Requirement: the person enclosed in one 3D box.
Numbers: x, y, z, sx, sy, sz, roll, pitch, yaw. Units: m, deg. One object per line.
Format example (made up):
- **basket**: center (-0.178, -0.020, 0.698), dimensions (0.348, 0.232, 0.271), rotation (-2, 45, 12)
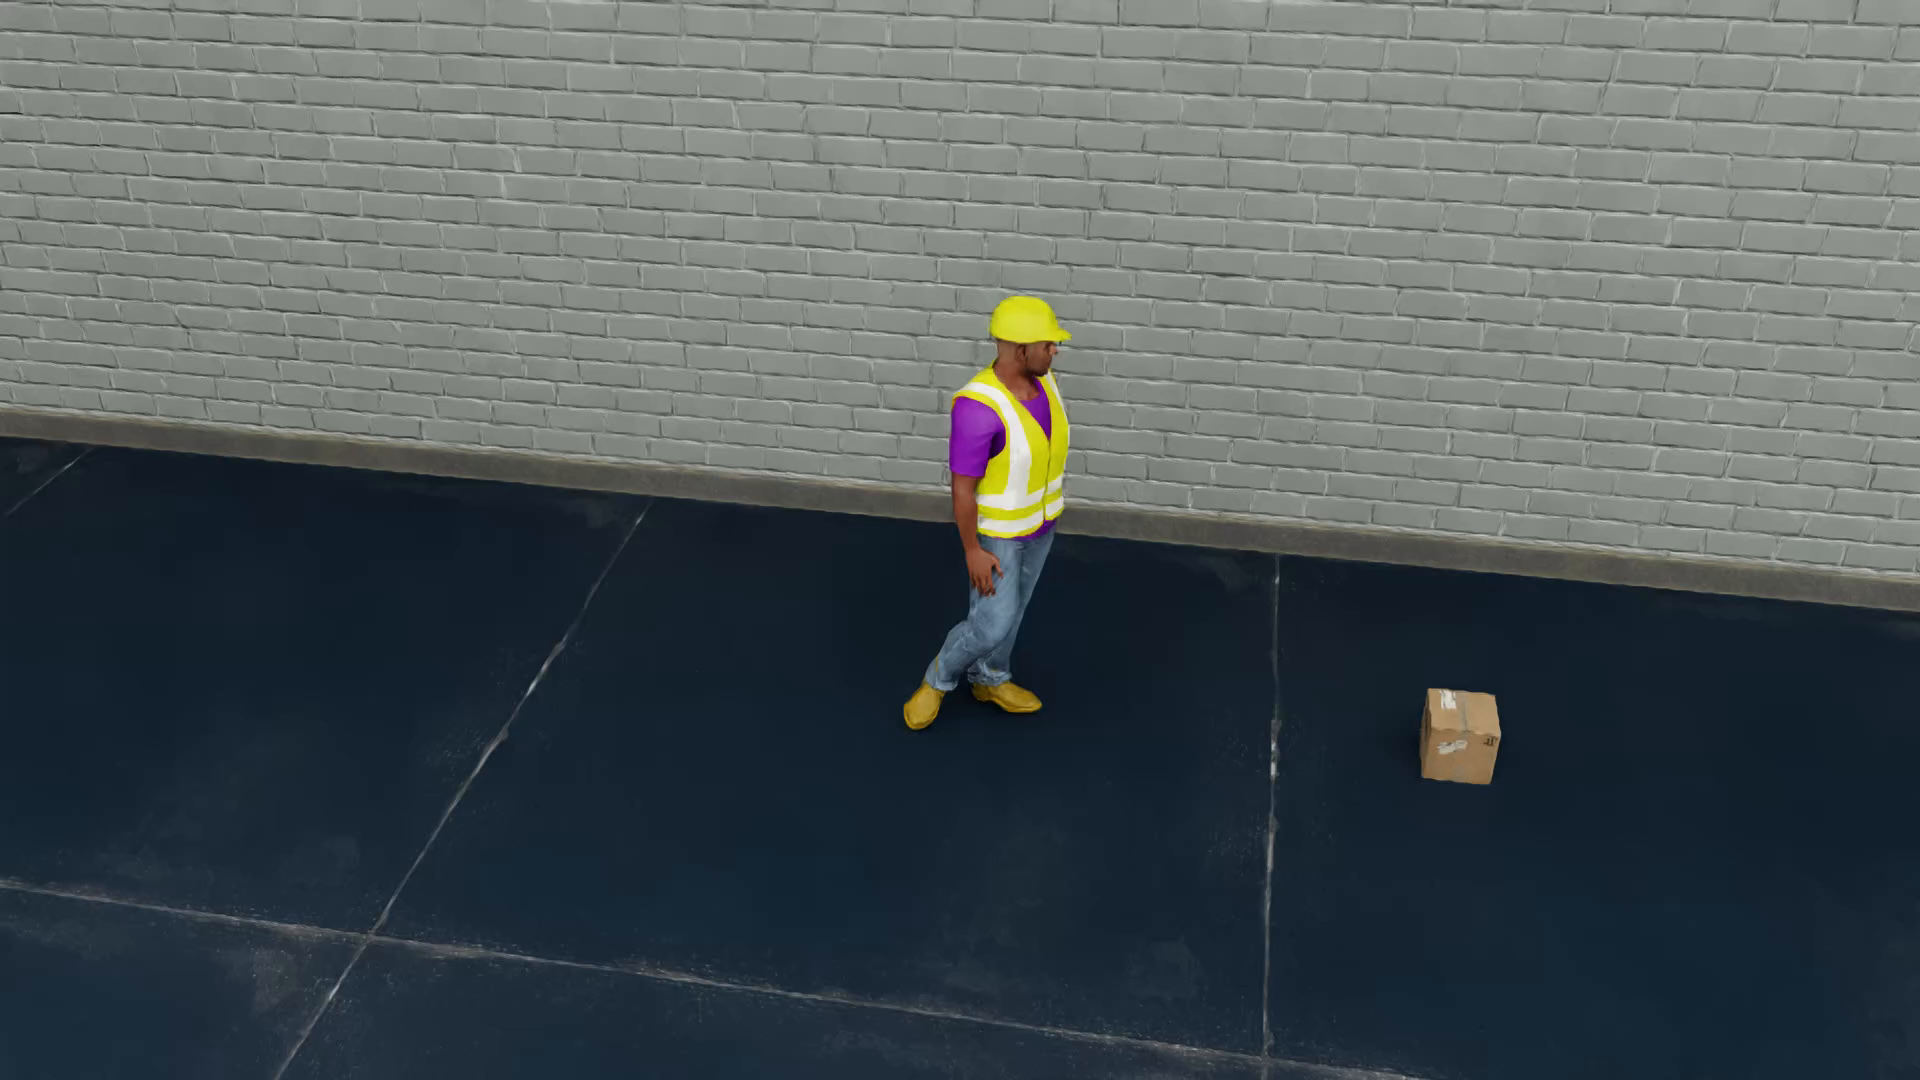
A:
- **person**: center (0.113, -0.075, 6.204), dimensions (0.448, 1.757, 0.726), rotation (24, 39, 32)
